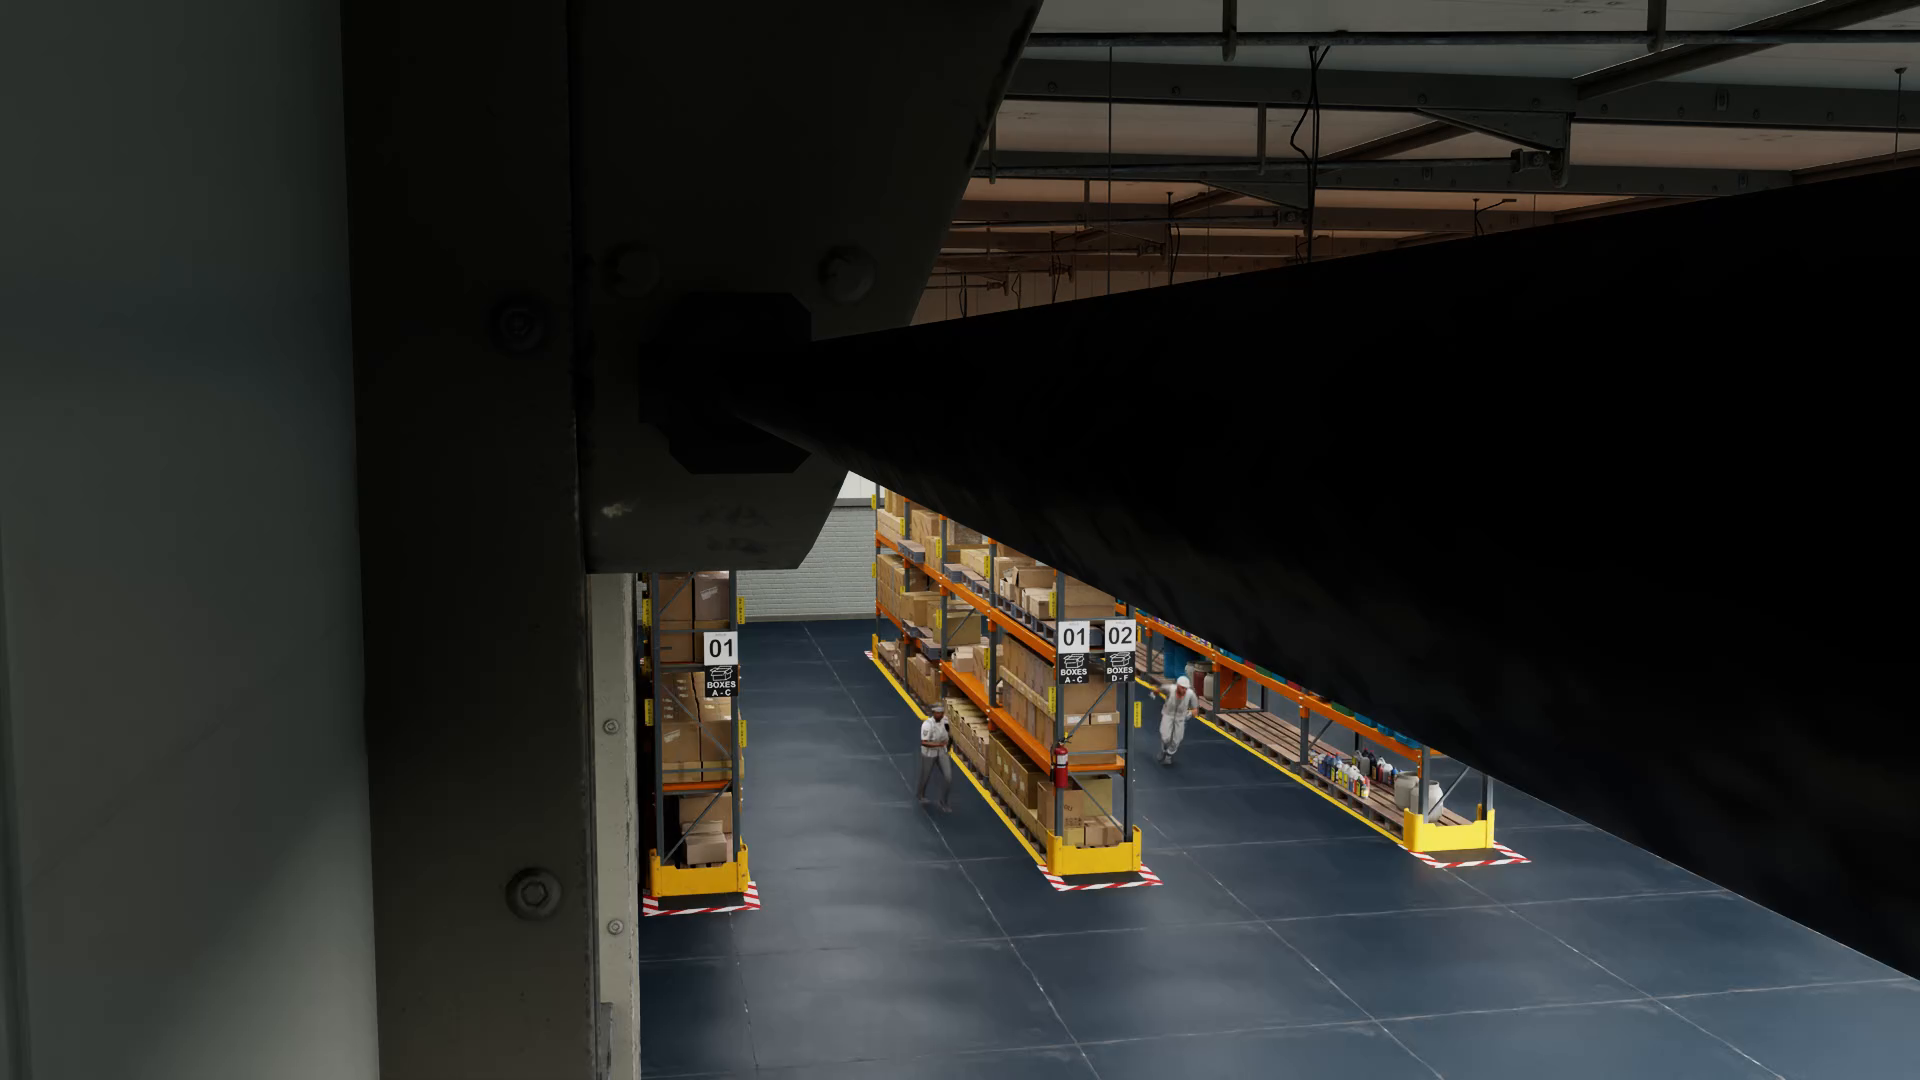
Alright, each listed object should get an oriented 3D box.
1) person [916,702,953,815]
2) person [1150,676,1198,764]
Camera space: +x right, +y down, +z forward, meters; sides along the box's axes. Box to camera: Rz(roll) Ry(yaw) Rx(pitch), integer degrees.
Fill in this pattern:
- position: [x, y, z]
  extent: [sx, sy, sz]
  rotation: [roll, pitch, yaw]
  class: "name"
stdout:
- position: [-0.347, 3.091, 23.792]
  extent: [0.578, 1.643, 0.961]
  rotation: [-3, 6, -24]
  class: "person"
- position: [3.399, 2.854, 26.319]
  extent: [0.704, 1.529, 1.008]
  rotation: [0, 6, 0]
  class: "person"
